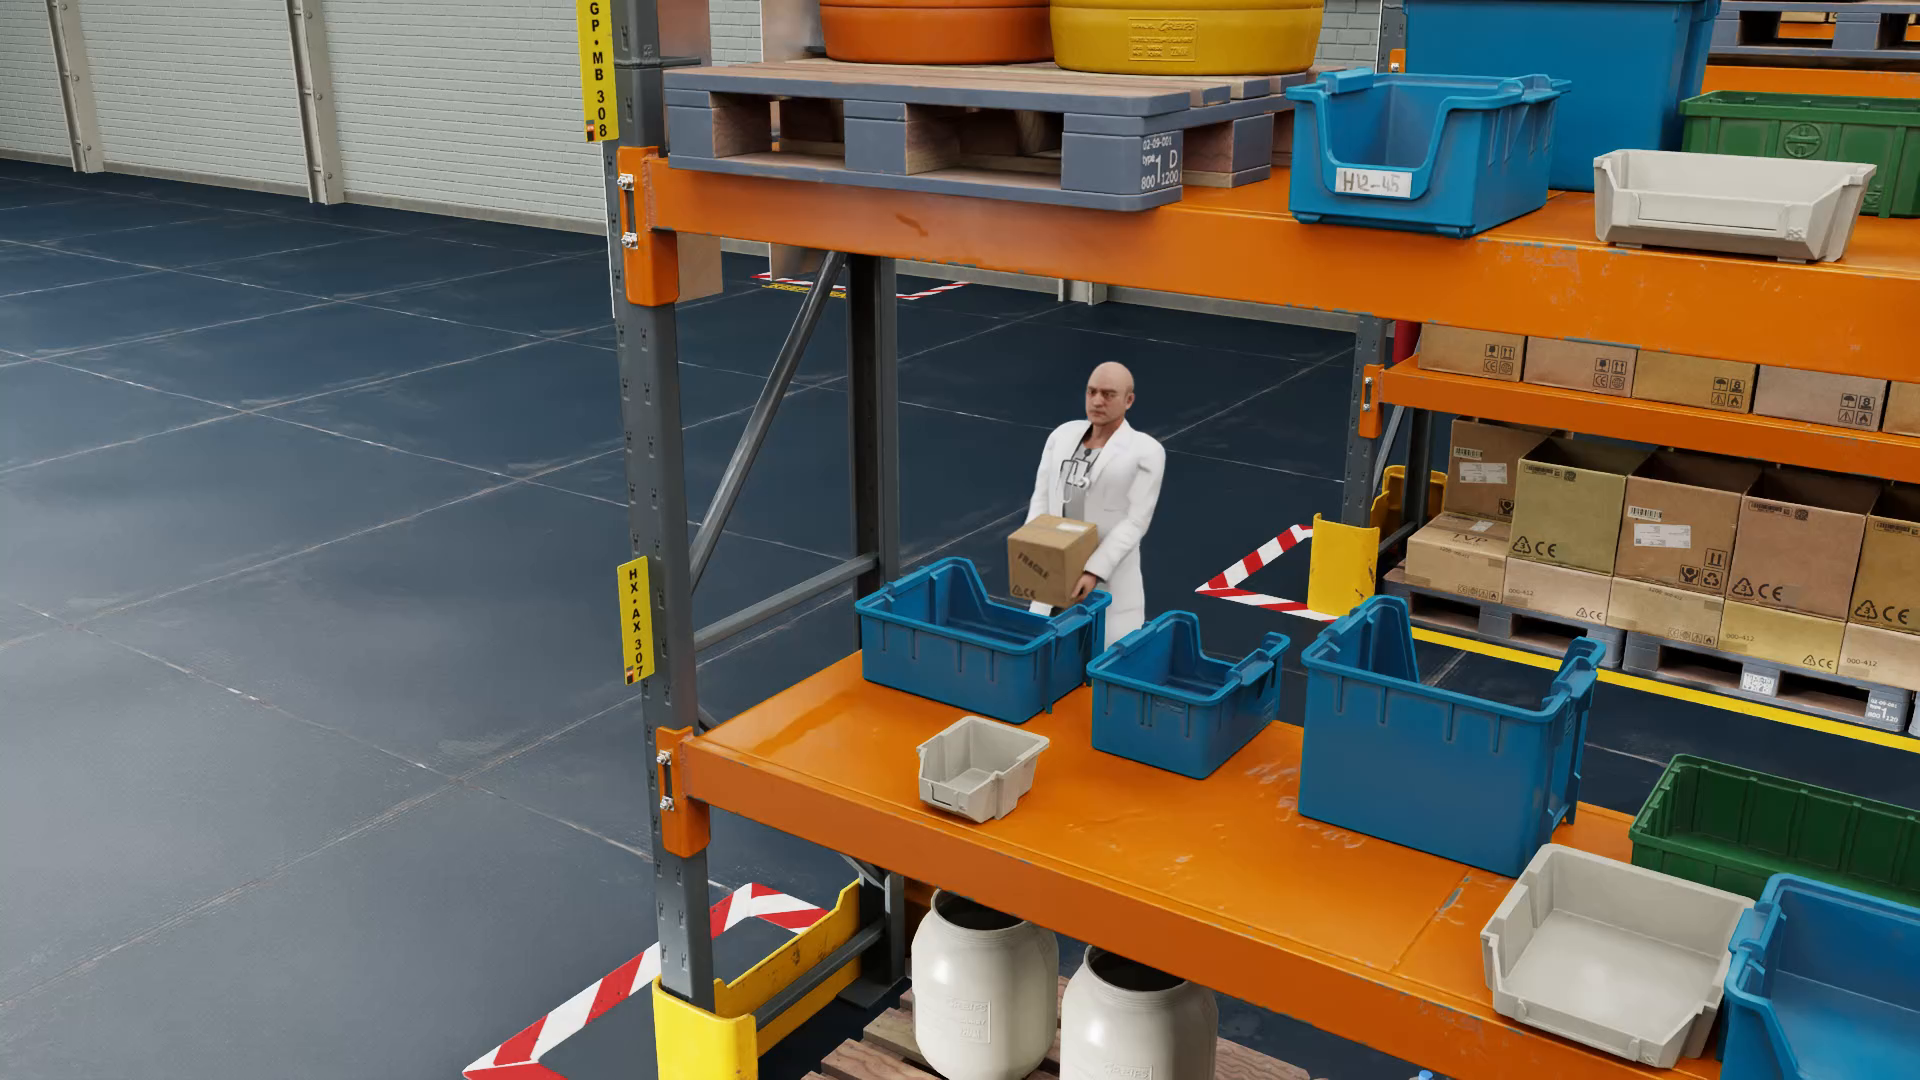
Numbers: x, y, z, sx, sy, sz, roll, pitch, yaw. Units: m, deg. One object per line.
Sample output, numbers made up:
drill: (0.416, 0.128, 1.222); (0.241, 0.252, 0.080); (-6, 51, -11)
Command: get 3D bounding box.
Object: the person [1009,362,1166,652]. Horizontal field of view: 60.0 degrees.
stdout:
person: (0.468, 0.200, 6.532); (0.530, 1.771, 0.553); (13, 23, 32)
